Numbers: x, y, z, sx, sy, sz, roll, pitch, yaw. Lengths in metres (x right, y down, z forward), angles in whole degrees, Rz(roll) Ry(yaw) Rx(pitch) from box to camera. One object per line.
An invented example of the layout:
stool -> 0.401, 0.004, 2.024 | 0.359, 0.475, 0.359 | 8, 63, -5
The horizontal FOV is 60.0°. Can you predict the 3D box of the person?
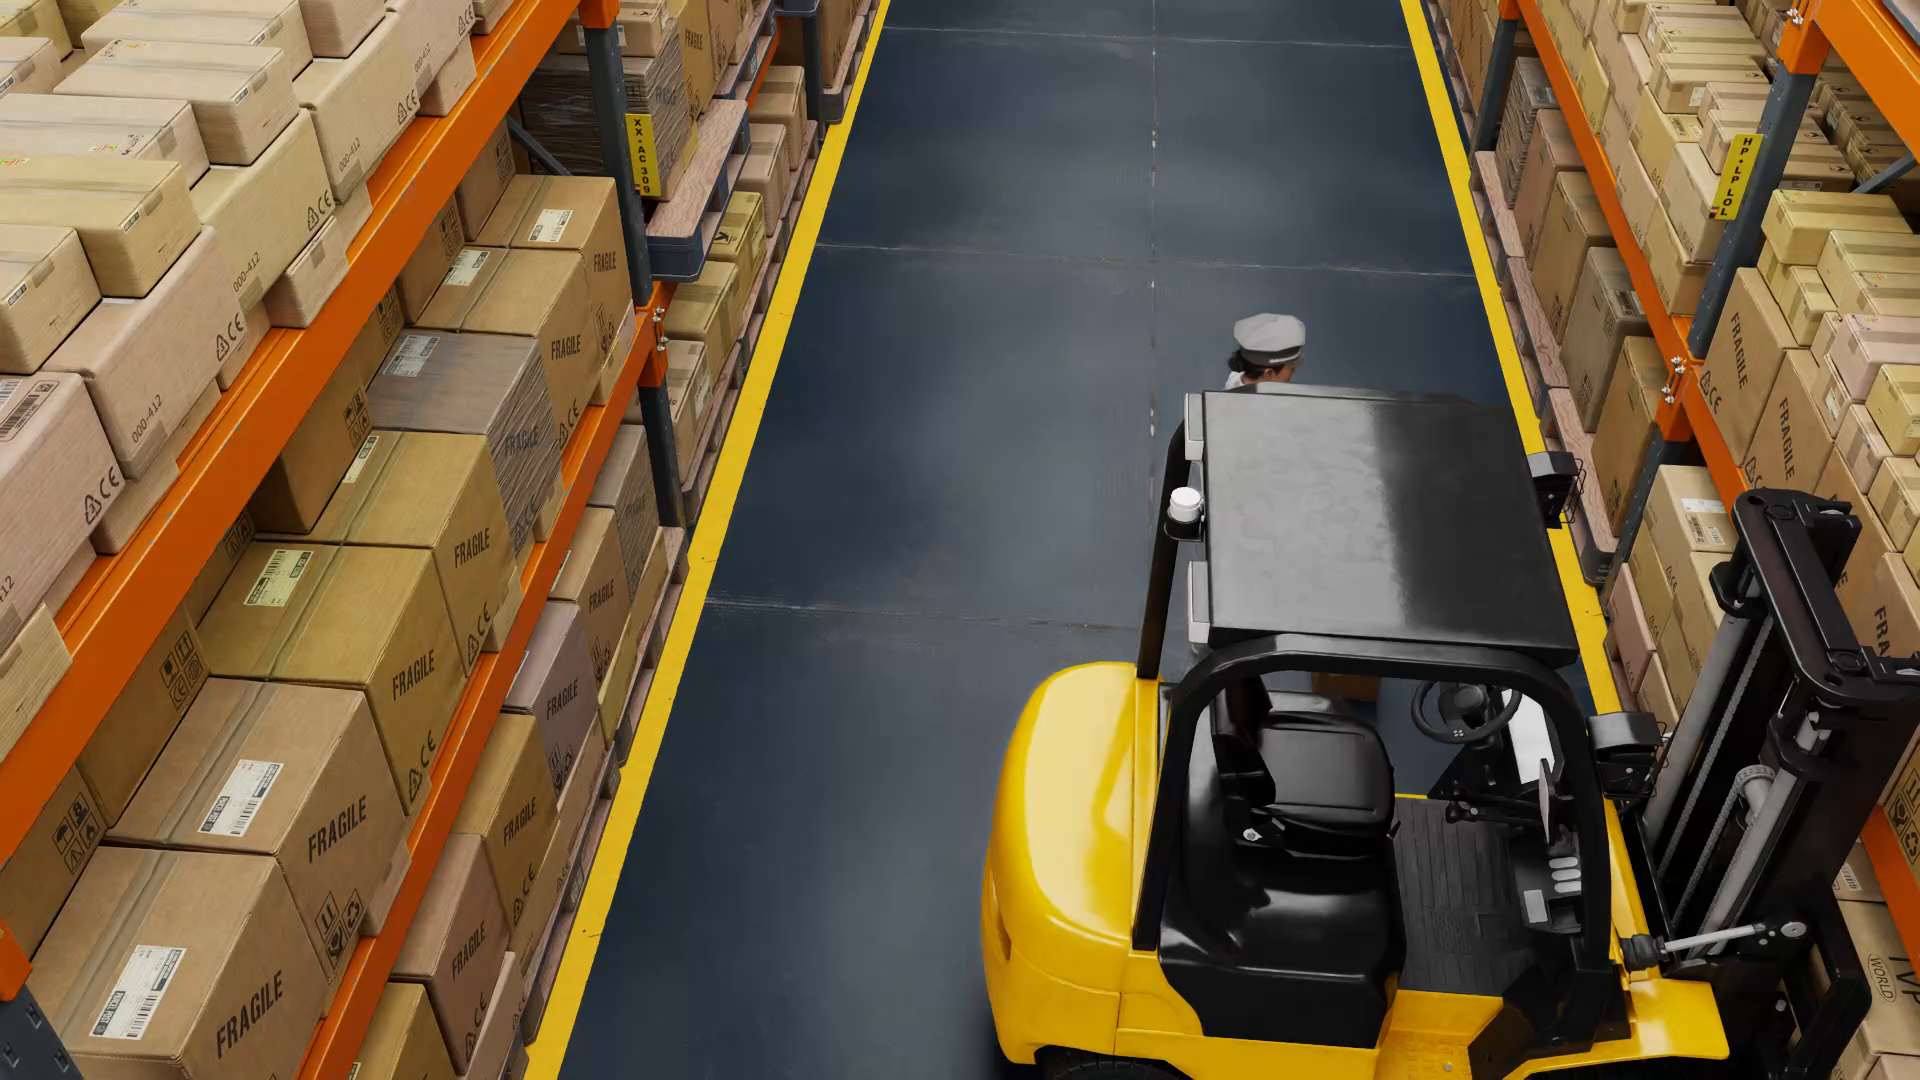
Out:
person -> 1.095, -0.106, 6.287 | 0.328, 1.667, 0.469 | 4, 40, 5
